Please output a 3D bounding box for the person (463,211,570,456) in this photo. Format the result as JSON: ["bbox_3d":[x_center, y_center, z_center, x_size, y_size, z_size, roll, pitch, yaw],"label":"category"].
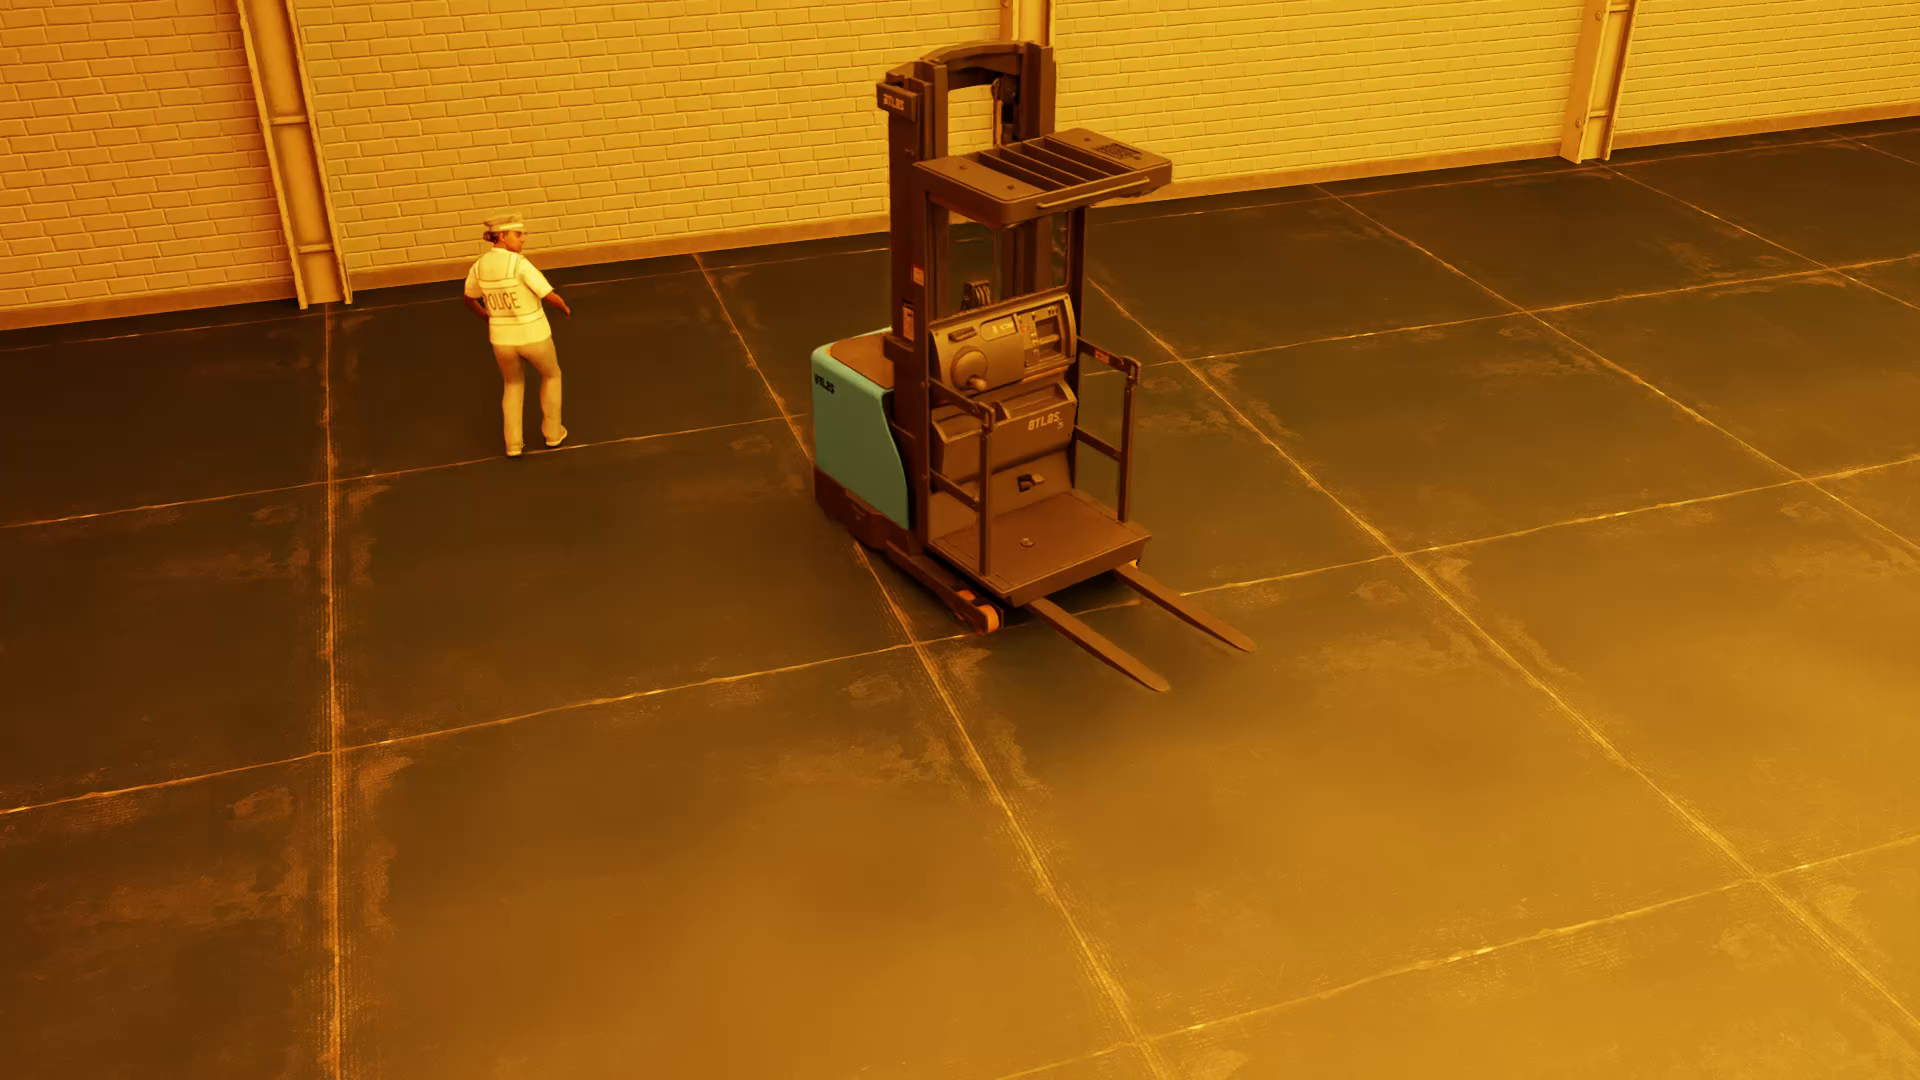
[{"bbox_3d":[-2.846,-1.326,10.740,0.685,1.625,0.519,5,30,8],"label":"person"}]

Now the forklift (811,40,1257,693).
[{"bbox_3d":[0.375,-1.027,8.872,1.130,2.935,3.031,-20,36,-31],"label":"forklift"}]
